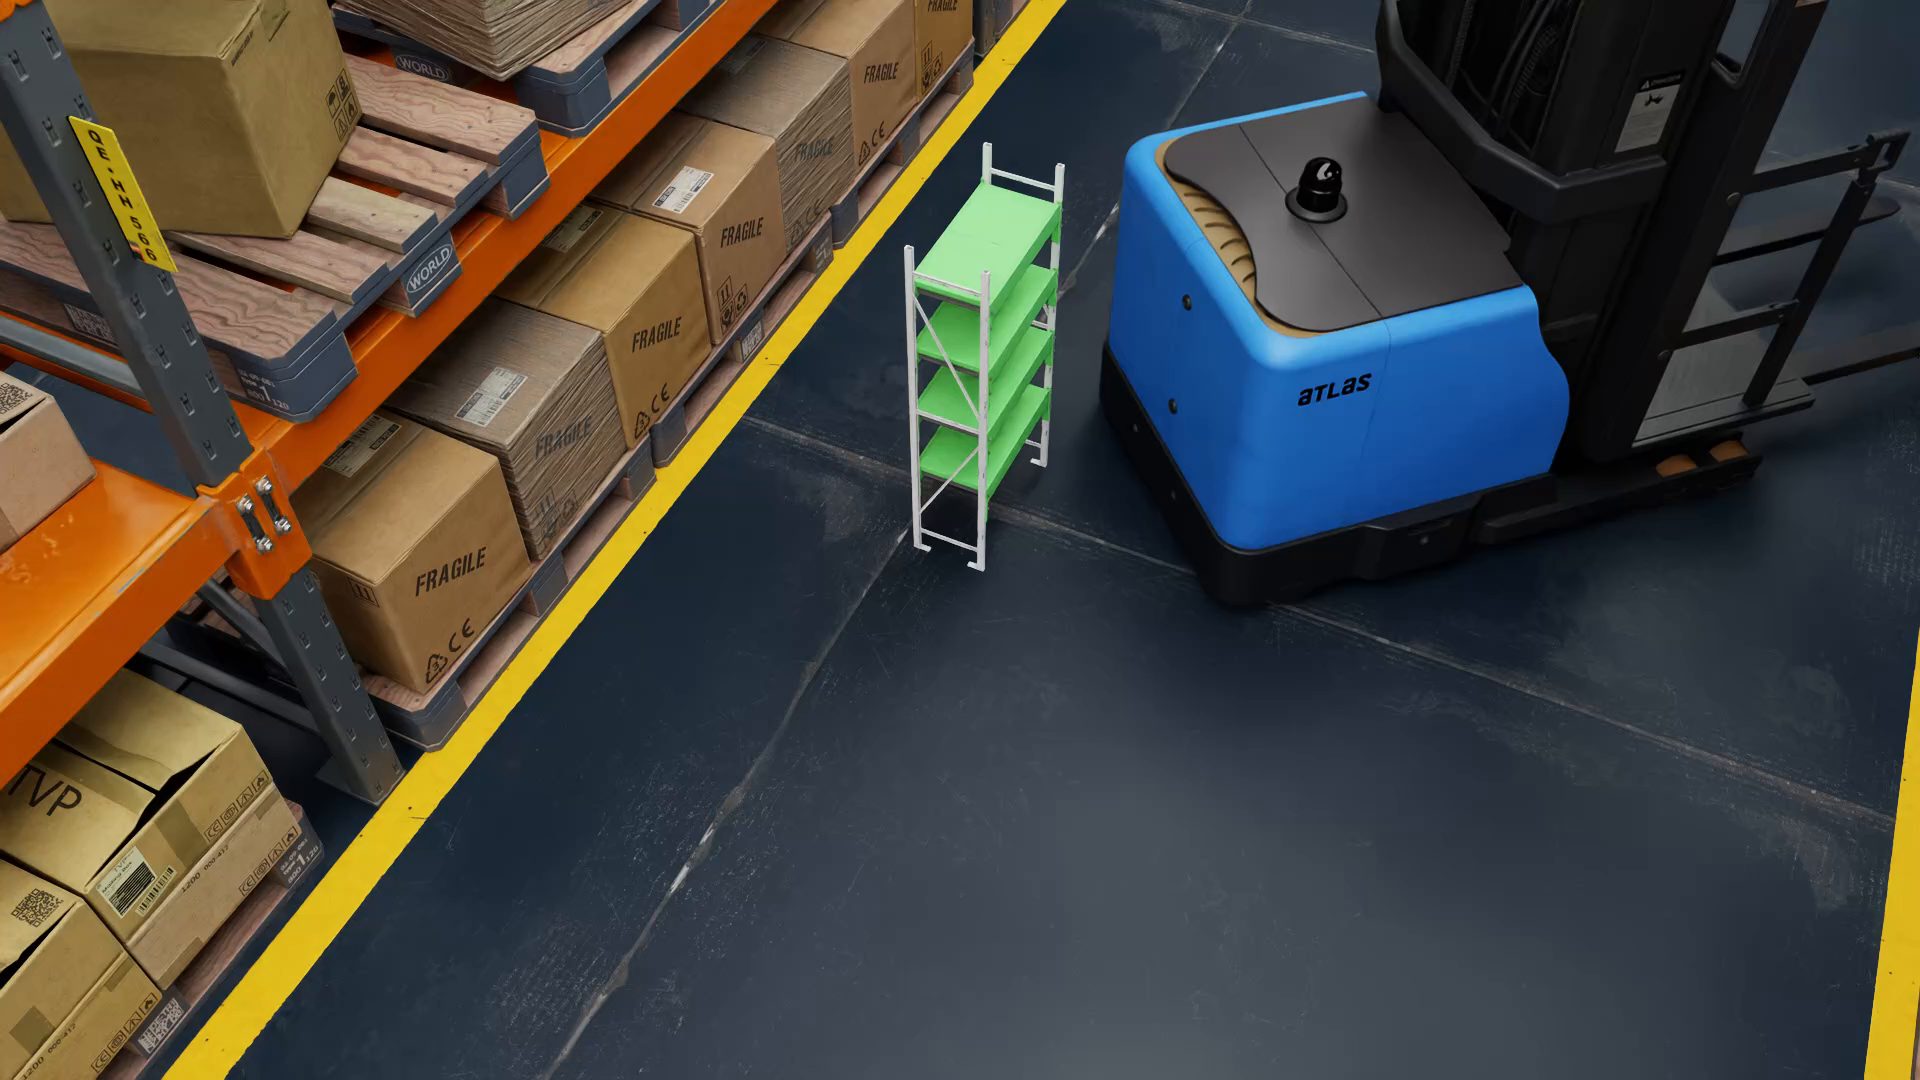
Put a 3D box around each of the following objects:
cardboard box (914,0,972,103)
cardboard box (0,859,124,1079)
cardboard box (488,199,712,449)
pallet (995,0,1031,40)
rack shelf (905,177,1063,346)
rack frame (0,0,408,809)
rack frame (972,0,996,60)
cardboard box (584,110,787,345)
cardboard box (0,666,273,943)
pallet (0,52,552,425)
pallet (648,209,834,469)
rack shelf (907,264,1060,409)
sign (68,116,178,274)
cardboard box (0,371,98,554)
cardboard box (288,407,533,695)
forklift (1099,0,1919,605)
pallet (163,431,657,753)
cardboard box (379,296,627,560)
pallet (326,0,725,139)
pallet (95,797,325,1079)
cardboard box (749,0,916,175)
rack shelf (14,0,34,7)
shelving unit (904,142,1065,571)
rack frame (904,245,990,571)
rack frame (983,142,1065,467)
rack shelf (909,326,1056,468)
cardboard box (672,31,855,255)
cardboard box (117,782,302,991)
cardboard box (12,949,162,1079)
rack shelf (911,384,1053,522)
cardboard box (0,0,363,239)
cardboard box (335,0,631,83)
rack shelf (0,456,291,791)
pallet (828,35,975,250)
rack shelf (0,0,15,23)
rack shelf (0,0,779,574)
[{"bbox_3d":[-0.280,-2.086,6.408,0.500,0.500,0.500,20,52,16],"label":"cardboard box"},{"bbox_3d":[-2.255,0.942,3.641,0.500,0.311,0.500,19,52,16],"label":"cardboard box"},{"bbox_3d":[-1.147,-0.691,5.221,0.500,0.500,0.500,19,52,16],"label":"cardboard box"},{"bbox_3d":[-0.034,-2.756,7.456,1.003,0.211,1.213,20,52,16],"label":"pallet"},{"bbox_3d":[0.071,-0.772,4.573,0.258,0.148,0.480,20,52,16],"label":"rack shelf"},{"bbox_3d":[-2.037,-0.432,3.648,1.000,3.000,0.127,20,52,16],"label":"rack frame"},{"bbox_3d":[-0.328,-3.187,5.992,1.000,3.000,0.127,20,52,16],"label":"rack frame"},{"bbox_3d":[-0.929,-1.052,5.528,0.500,0.500,0.500,18,52,15],"label":"cardboard box"},{"bbox_3d":[-2.038,0.582,3.947,0.500,0.311,0.500,21,53,17],"label":"cardboard box"},{"bbox_3d":[-1.811,-0.860,4.138,1.213,0.211,1.003,20,52,16],"label":"pallet"},{"bbox_3d":[-1.162,-0.868,5.850,1.003,0.211,1.213,20,52,16],"label":"pallet"},{"bbox_3d":[0.071,-0.617,4.756,0.258,0.148,0.480,20,52,16],"label":"rack shelf"},{"bbox_3d":[-1.534,-0.629,3.056,0.100,0.325,0.005,20,52,16],"label":"sign"},{"bbox_3d":[-2.232,-0.167,3.481,0.500,0.311,0.500,23,53,18],"label":"cardboard box"},{"bbox_3d":[-1.584,0.015,4.620,0.500,0.500,0.500,22,53,18],"label":"cardboard box"},{"bbox_3d":[2.040,-1.433,4.545,3.031,2.935,1.130,-14,51,-12],"label":"forklift"},{"bbox_3d":[-1.684,-0.031,5.137,1.003,0.211,1.213,20,52,16],"label":"pallet"},{"bbox_3d":[-1.366,-0.348,4.929,0.500,0.500,0.500,18,52,15],"label":"cardboard box"},{"bbox_3d":[-1.211,-1.711,4.862,1.003,0.211,1.213,20,52,16],"label":"pallet"},{"bbox_3d":[-2.424,1.025,4.239,1.003,0.211,1.213,20,52,16],"label":"pallet"},{"bbox_3d":[-0.499,-1.749,6.121,0.500,0.500,0.500,20,52,16],"label":"cardboard box"},{"bbox_3d":[-1.183,-2.549,3.952,1.077,0.370,4.000,20,52,16],"label":"rack shelf"},{"bbox_3d":[0.071,-0.503,4.890,0.258,1.200,0.503,20,52,16],"label":"shelving unit"},{"bbox_3d":[-0.034,-0.335,4.747,0.240,1.200,0.015,20,52,16],"label":"rack frame"},{"bbox_3d":[0.175,-0.671,5.033,0.240,1.200,0.015,20,52,16],"label":"rack frame"},{"bbox_3d":[0.071,-0.461,4.939,0.258,0.148,0.480,20,52,16],"label":"rack shelf"},{"bbox_3d":[-0.713,-1.403,5.827,0.500,0.500,0.500,20,53,17],"label":"cardboard box"},{"bbox_3d":[-2.041,0.764,4.160,0.500,0.250,0.500,21,53,17],"label":"cardboard box"},{"bbox_3d":[-2.258,1.120,3.857,0.500,0.250,0.500,19,52,16],"label":"cardboard box"},{"bbox_3d":[0.071,-0.306,5.121,0.258,0.148,0.480,20,52,16],"label":"rack shelf"},{"bbox_3d":[-1.870,-1.071,3.851,0.700,0.500,0.500,4,50,4],"label":"cardboard box"},{"bbox_3d":[-1.307,-1.639,4.334,0.700,0.500,0.500,29,56,23],"label":"cardboard box"},{"bbox_3d":[-2.892,1.178,2.750,1.077,0.370,4.000,20,52,16],"label":"rack shelf"},{"bbox_3d":[-0.642,-1.711,6.567,1.003,0.211,1.213,20,52,16],"label":"pallet"},{"bbox_3d":[-2.892,0.206,1.608,1.077,0.370,4.000,20,52,16],"label":"rack shelf"},{"bbox_3d":[-1.183,-1.576,5.094,1.077,0.370,4.000,20,52,16],"label":"rack shelf"}]
